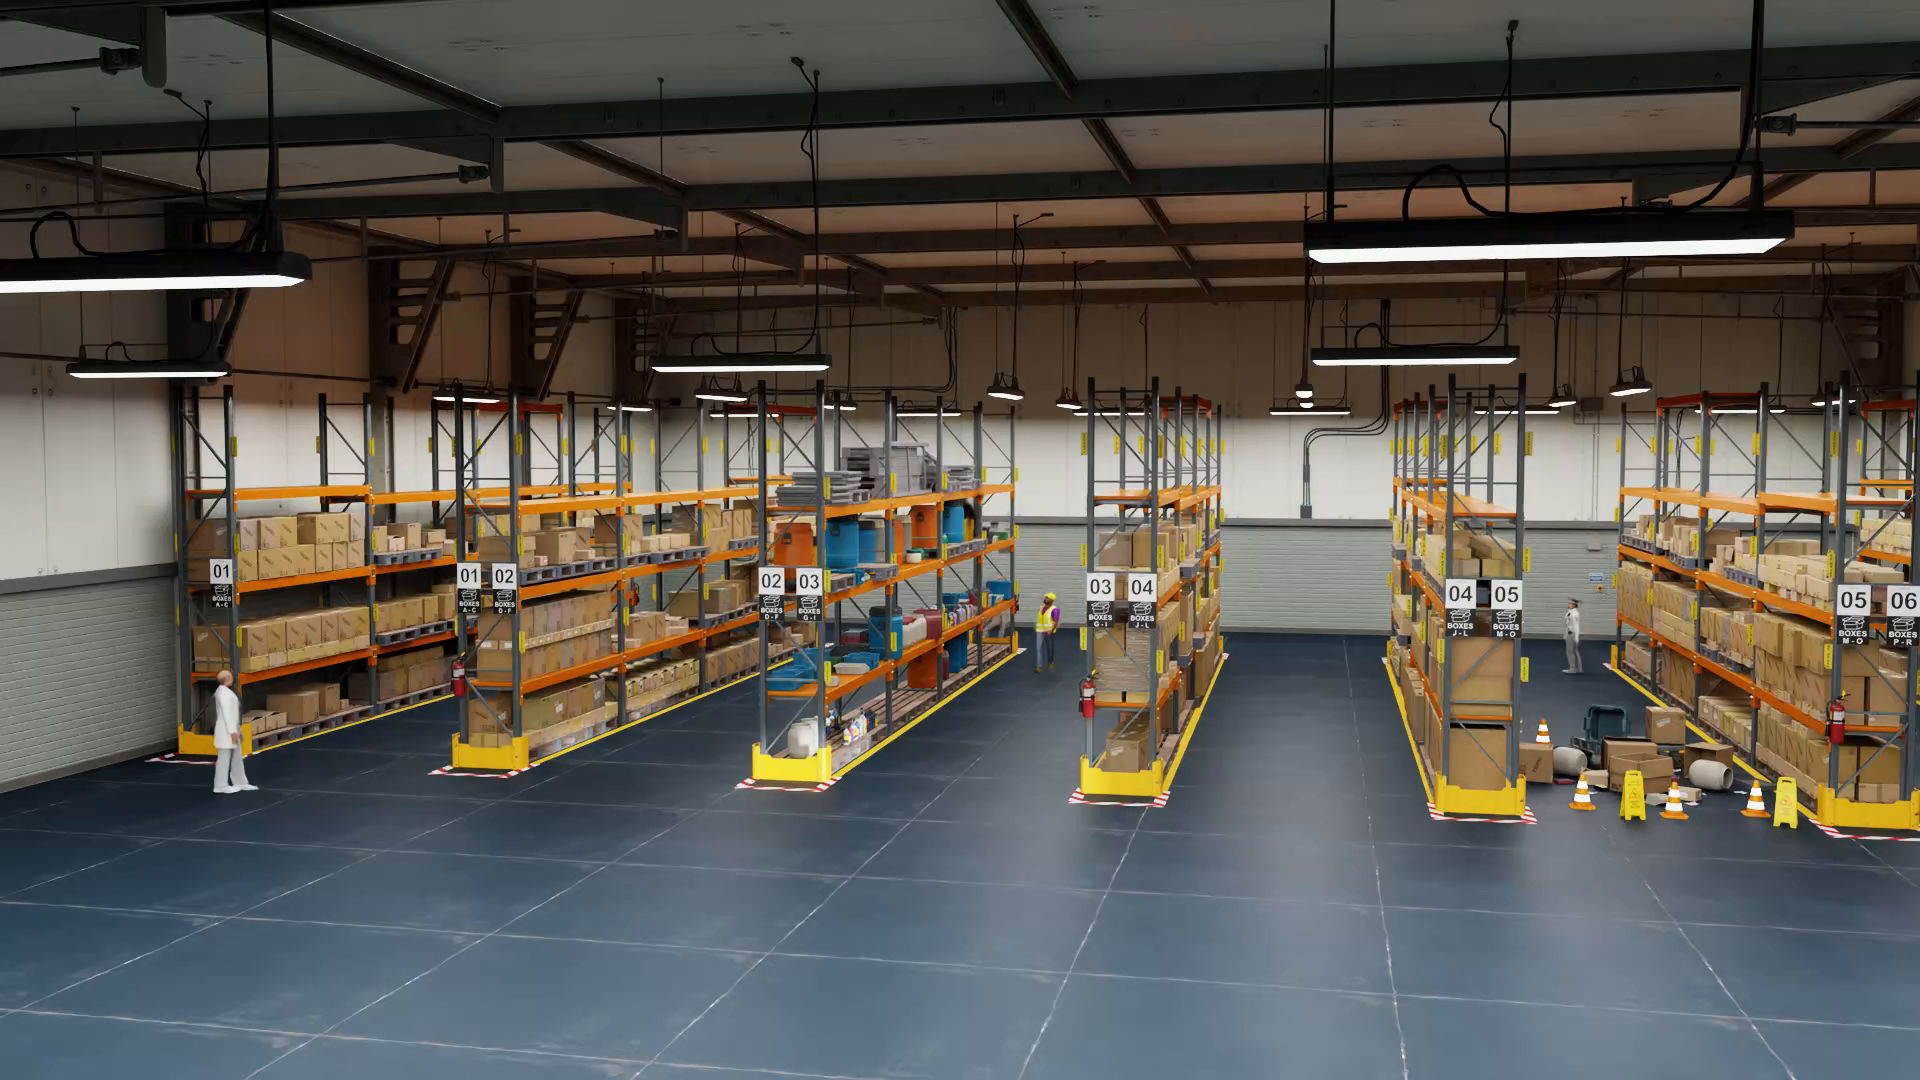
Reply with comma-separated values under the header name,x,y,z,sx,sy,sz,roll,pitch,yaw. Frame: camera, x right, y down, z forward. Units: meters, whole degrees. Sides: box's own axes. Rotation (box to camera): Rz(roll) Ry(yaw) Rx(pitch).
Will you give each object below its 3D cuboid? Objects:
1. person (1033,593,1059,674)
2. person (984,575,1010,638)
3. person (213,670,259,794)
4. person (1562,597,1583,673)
name,x,y,z,sx,sy,sz,roll,pitch,yaw
person,1.849,1.989,35.653,0.554,1.701,1.054,1,3,11
person,0.982,1.753,42.570,0.563,1.701,0.643,-3,4,-40
person,-10.524,2.788,24.070,0.562,1.818,0.620,-1,3,-9
person,13.585,2.107,36.872,0.464,1.685,0.496,2,4,32
